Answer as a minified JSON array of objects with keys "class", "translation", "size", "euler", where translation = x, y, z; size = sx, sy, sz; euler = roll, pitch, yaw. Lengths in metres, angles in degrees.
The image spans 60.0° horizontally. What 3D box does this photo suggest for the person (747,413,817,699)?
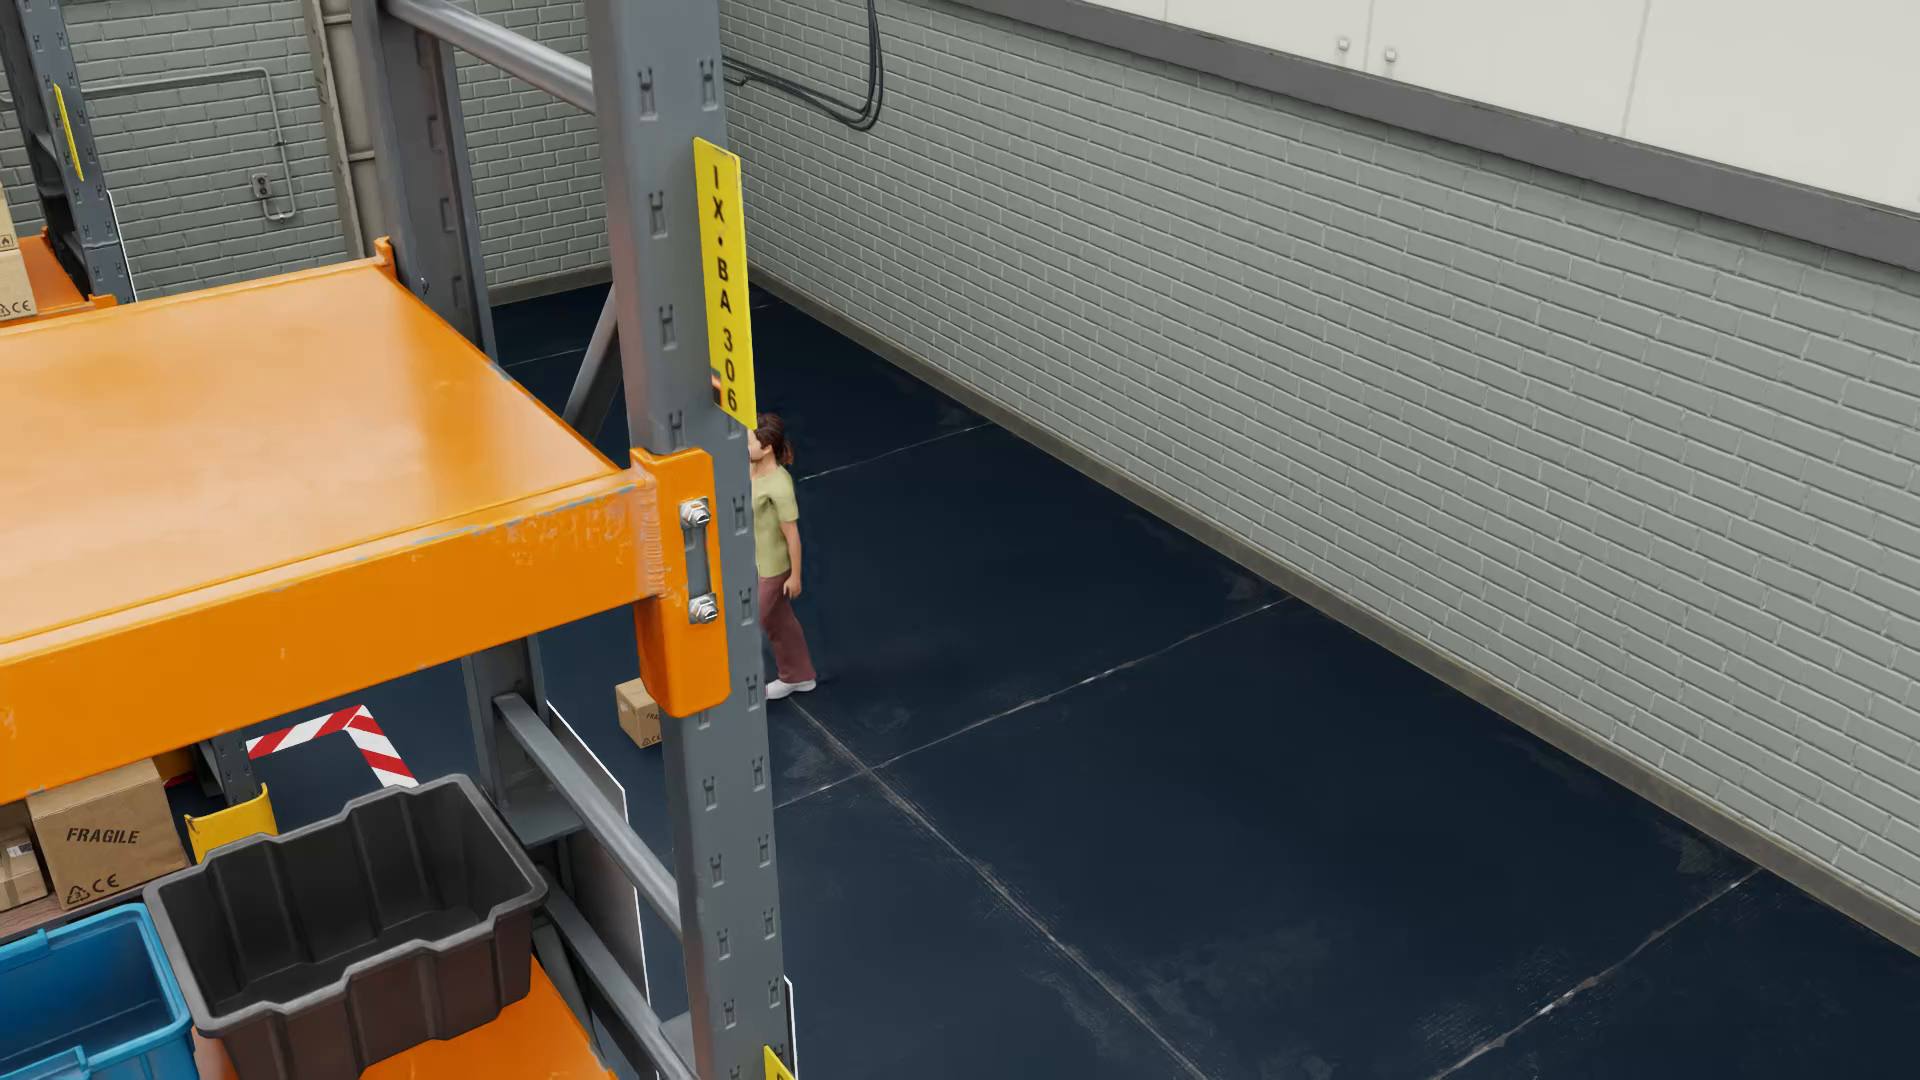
[{"class":"person","translation":[-1.099,0.143,8.401],"size":[0.735,1.652,0.447],"euler":[-11,31,-19]}]
